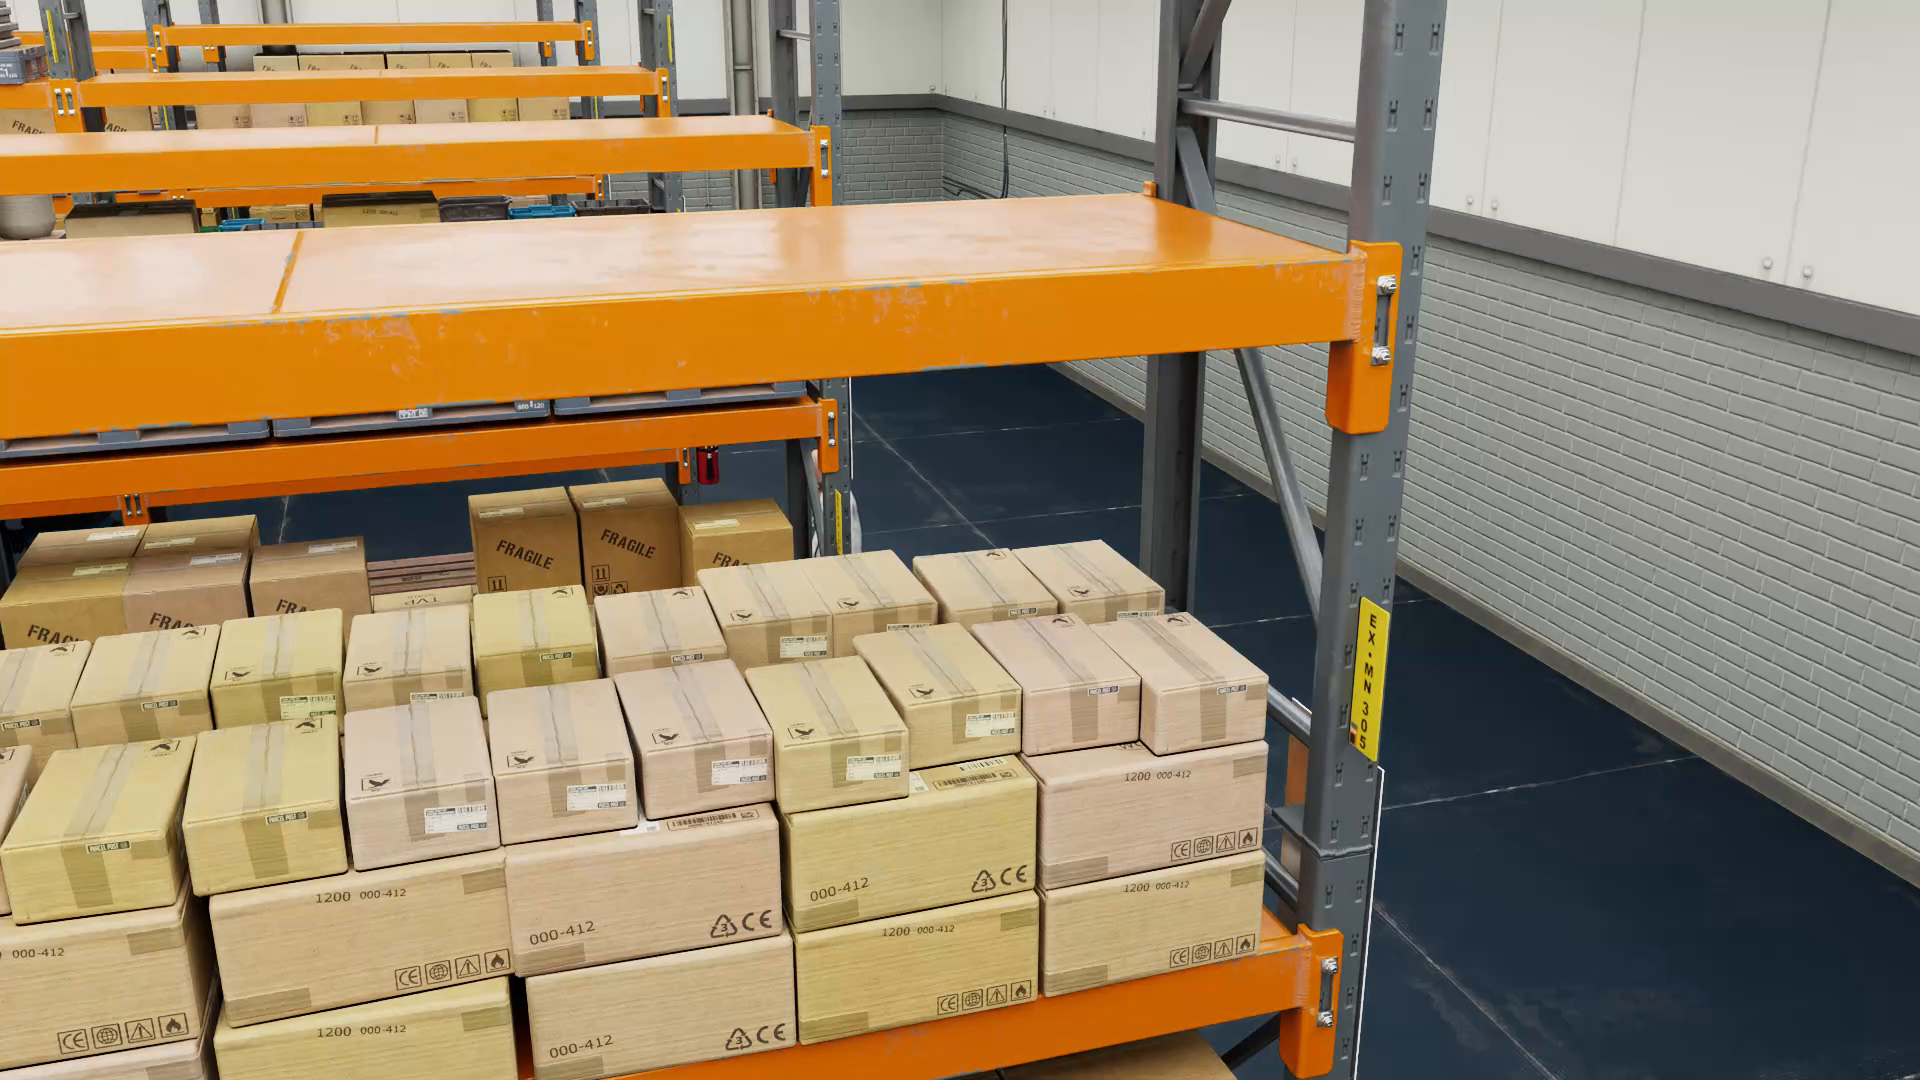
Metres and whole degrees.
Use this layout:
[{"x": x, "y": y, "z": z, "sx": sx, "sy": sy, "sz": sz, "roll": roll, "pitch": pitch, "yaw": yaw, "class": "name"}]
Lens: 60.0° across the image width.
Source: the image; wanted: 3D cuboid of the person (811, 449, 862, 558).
[{"x": -0.892, "y": 0.215, "z": 11.463, "sx": 0.415, "sy": 1.774, "sz": 0.654, "roll": -7, "pitch": 20, "yaw": -18, "class": "person"}]
